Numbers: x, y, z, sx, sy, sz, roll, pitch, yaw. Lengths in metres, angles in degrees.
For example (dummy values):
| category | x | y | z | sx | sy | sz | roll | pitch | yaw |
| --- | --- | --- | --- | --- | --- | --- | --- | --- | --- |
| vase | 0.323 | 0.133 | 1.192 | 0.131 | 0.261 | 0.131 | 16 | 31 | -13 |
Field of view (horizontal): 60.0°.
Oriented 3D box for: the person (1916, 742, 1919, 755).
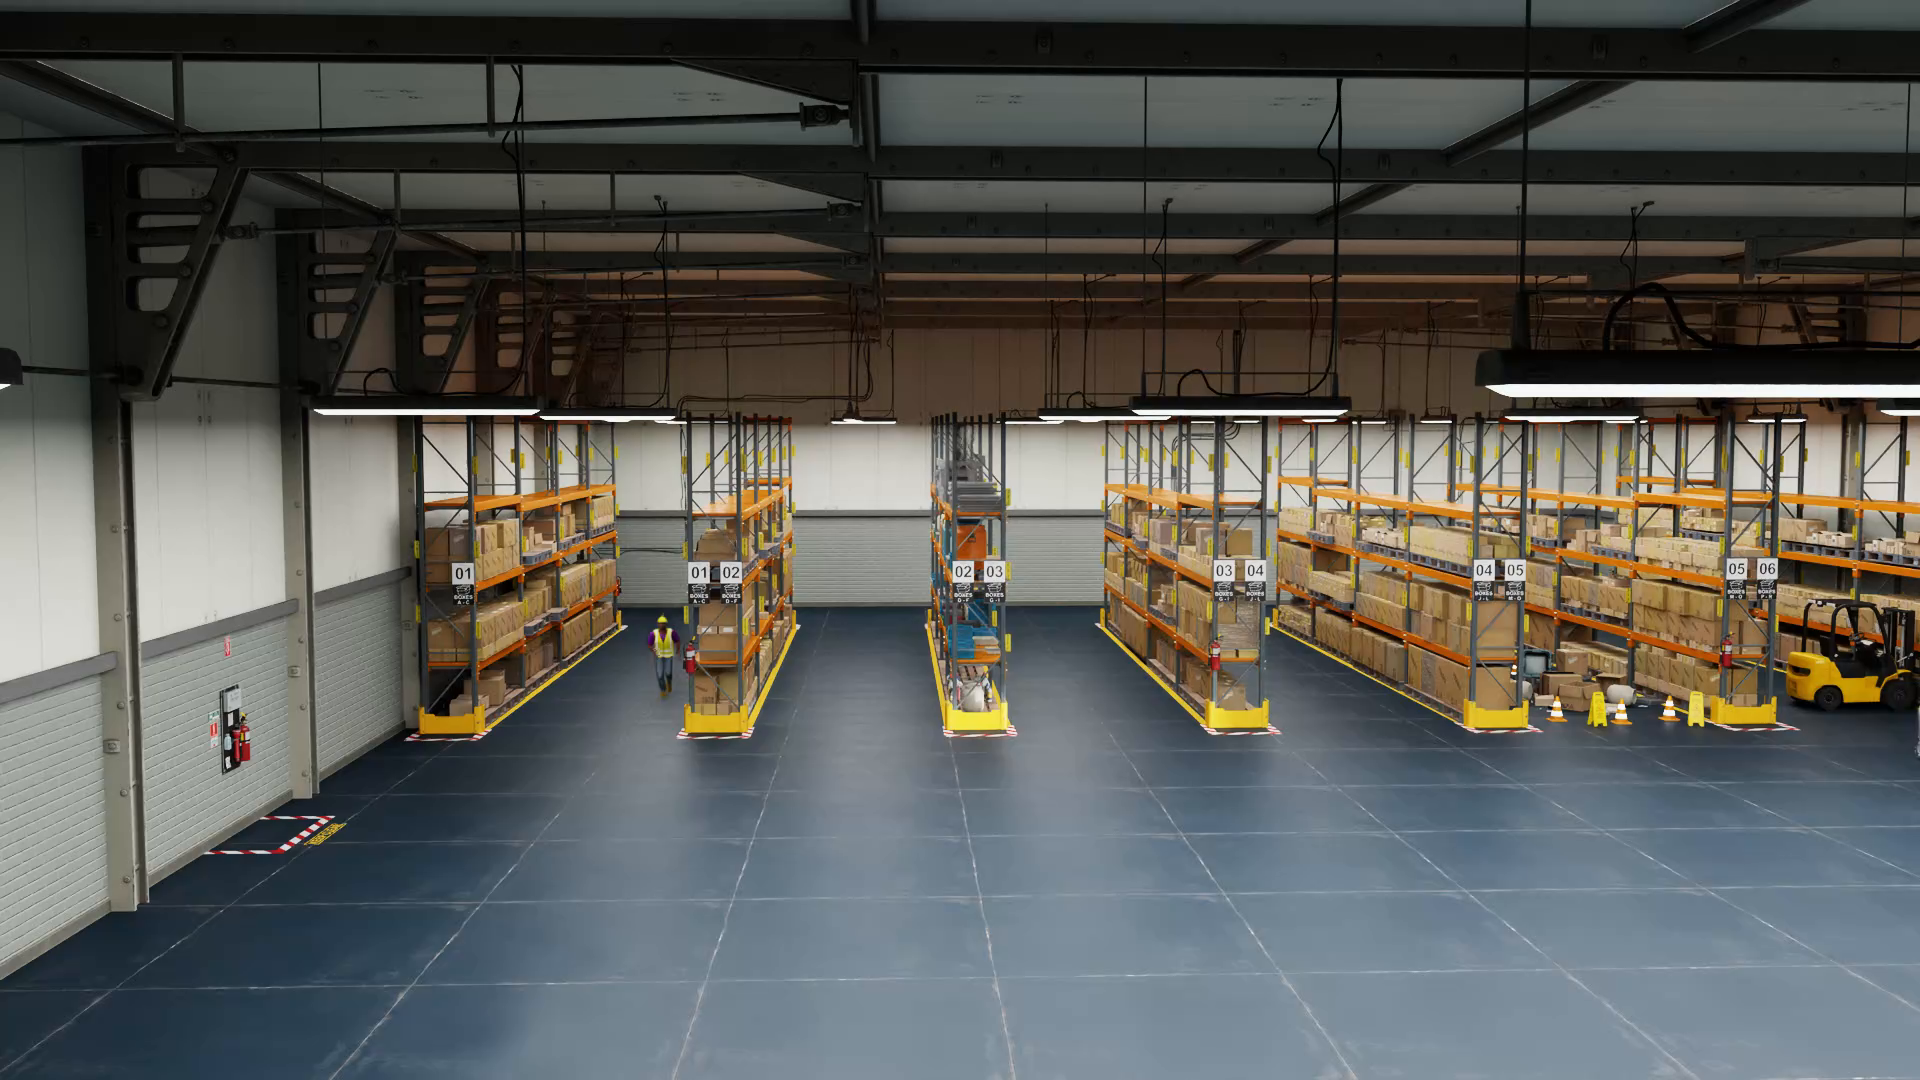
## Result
| category | x | y | z | sx | sy | sz | roll | pitch | yaw |
| --- | --- | --- | --- | --- | --- | --- | --- | --- | --- |
| person | 16.703 | 3.040 | 28.215 | 0.617 | 1.622 | 0.987 | -1 | 4 | -20 |

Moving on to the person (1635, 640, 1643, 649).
| category | x | y | z | sx | sy | sz | roll | pitch | yaw |
| --- | --- | --- | --- | --- | --- | --- | --- | --- | --- |
| person | 16.625 | 2.139 | 40.212 | 0.671 | 1.774 | 0.901 | 0 | 4 | -1 |

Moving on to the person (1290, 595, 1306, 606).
| category | x | y | z | sx | sy | sz | roll | pitch | yaw |
| --- | --- | --- | --- | --- | --- | --- | --- | --- | --- |
| person | 9.964 | 1.562 | 48.857 | 0.678 | 1.719 | 0.663 | 2 | 4 | 25 |

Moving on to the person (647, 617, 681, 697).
| category | x | y | z | sx | sy | sz | roll | pitch | yaw |
| --- | --- | --- | --- | --- | --- | --- | --- | --- | --- |
| person | -6.251 | 2.471 | 35.105 | 0.688 | 1.714 | 0.639 | -1 | 4 | -8 |
